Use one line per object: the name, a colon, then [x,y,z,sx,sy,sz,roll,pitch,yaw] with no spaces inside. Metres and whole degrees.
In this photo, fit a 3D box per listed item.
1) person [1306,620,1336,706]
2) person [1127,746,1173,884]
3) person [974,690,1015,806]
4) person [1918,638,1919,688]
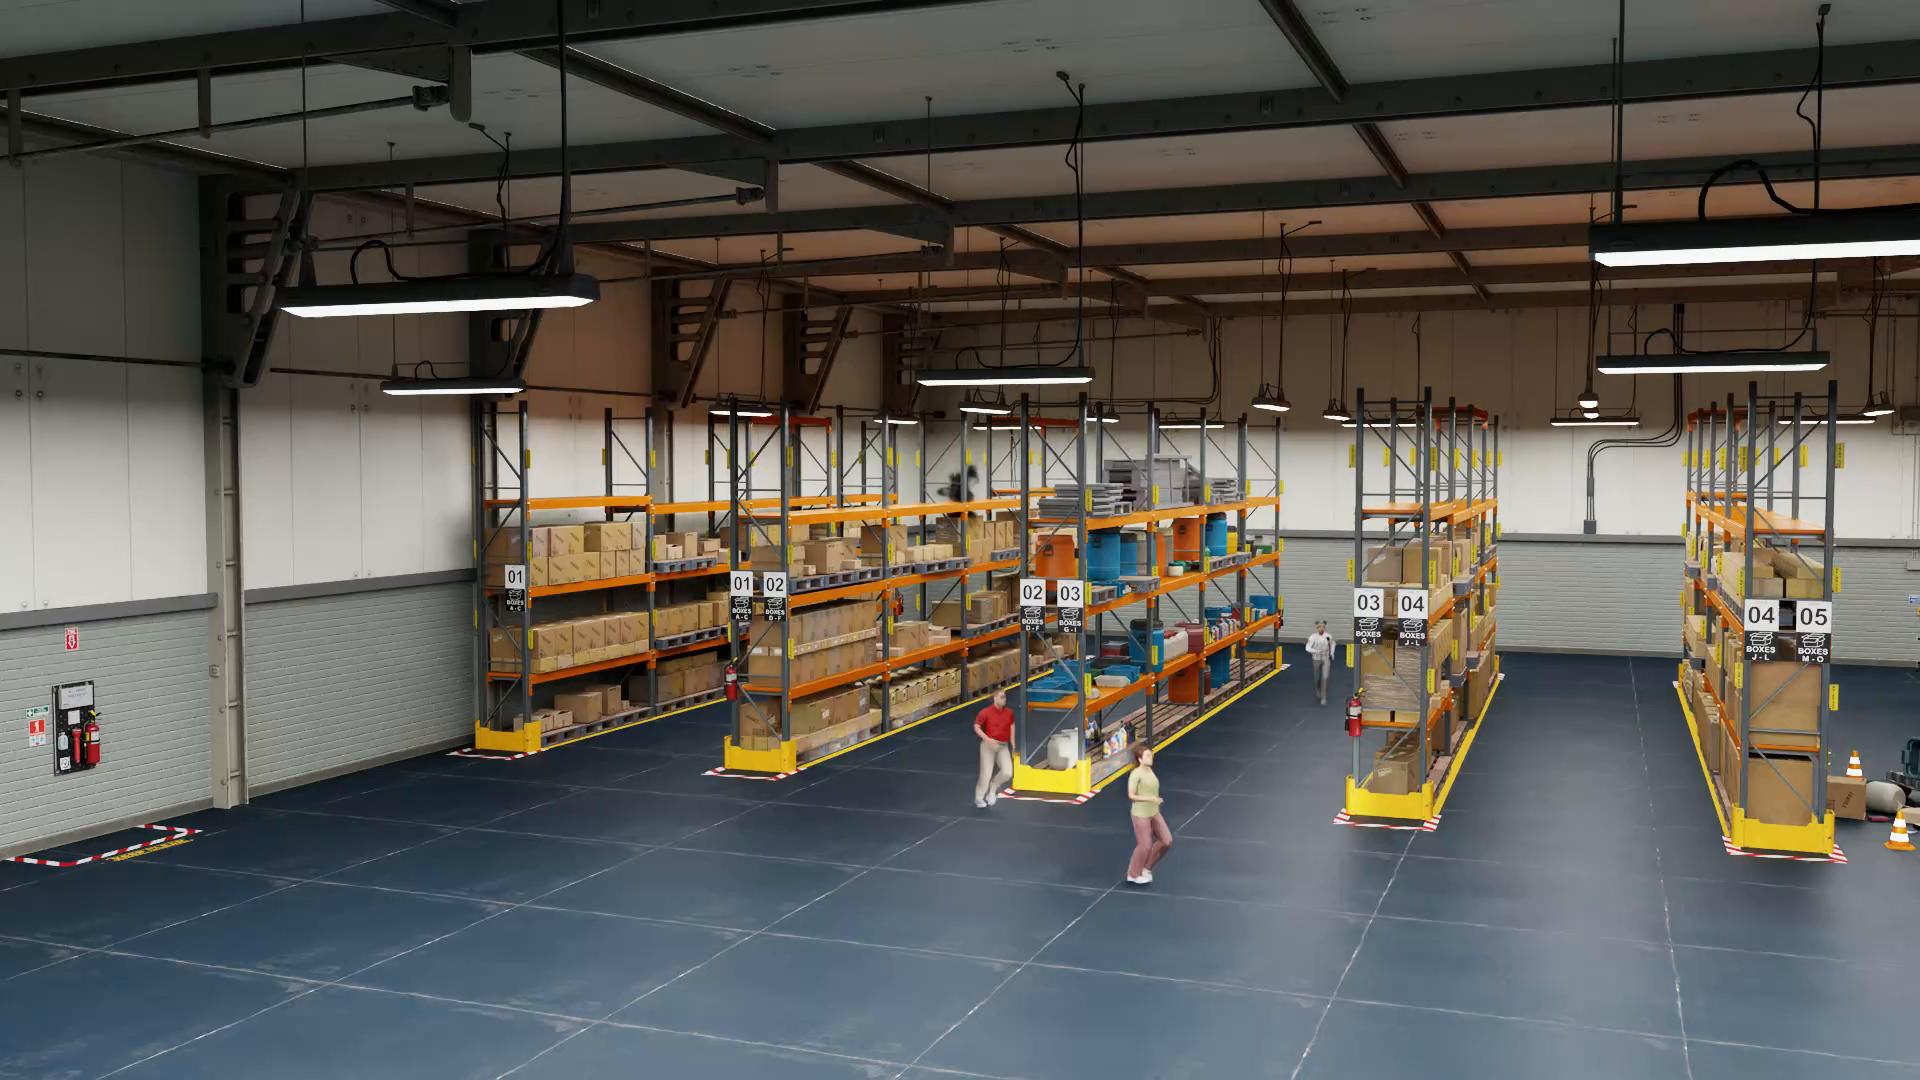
person: [7.397,2.484,34.078,0.607,1.710,0.931,0,3,10]
person: [2.210,3.222,19.466,0.583,1.629,0.559,3,4,43]
person: [0.547,2.994,23.896,0.711,1.668,0.581,-1,3,-25]
person: [21.182,2.411,35.976,0.793,1.765,0.798,2,3,34]
